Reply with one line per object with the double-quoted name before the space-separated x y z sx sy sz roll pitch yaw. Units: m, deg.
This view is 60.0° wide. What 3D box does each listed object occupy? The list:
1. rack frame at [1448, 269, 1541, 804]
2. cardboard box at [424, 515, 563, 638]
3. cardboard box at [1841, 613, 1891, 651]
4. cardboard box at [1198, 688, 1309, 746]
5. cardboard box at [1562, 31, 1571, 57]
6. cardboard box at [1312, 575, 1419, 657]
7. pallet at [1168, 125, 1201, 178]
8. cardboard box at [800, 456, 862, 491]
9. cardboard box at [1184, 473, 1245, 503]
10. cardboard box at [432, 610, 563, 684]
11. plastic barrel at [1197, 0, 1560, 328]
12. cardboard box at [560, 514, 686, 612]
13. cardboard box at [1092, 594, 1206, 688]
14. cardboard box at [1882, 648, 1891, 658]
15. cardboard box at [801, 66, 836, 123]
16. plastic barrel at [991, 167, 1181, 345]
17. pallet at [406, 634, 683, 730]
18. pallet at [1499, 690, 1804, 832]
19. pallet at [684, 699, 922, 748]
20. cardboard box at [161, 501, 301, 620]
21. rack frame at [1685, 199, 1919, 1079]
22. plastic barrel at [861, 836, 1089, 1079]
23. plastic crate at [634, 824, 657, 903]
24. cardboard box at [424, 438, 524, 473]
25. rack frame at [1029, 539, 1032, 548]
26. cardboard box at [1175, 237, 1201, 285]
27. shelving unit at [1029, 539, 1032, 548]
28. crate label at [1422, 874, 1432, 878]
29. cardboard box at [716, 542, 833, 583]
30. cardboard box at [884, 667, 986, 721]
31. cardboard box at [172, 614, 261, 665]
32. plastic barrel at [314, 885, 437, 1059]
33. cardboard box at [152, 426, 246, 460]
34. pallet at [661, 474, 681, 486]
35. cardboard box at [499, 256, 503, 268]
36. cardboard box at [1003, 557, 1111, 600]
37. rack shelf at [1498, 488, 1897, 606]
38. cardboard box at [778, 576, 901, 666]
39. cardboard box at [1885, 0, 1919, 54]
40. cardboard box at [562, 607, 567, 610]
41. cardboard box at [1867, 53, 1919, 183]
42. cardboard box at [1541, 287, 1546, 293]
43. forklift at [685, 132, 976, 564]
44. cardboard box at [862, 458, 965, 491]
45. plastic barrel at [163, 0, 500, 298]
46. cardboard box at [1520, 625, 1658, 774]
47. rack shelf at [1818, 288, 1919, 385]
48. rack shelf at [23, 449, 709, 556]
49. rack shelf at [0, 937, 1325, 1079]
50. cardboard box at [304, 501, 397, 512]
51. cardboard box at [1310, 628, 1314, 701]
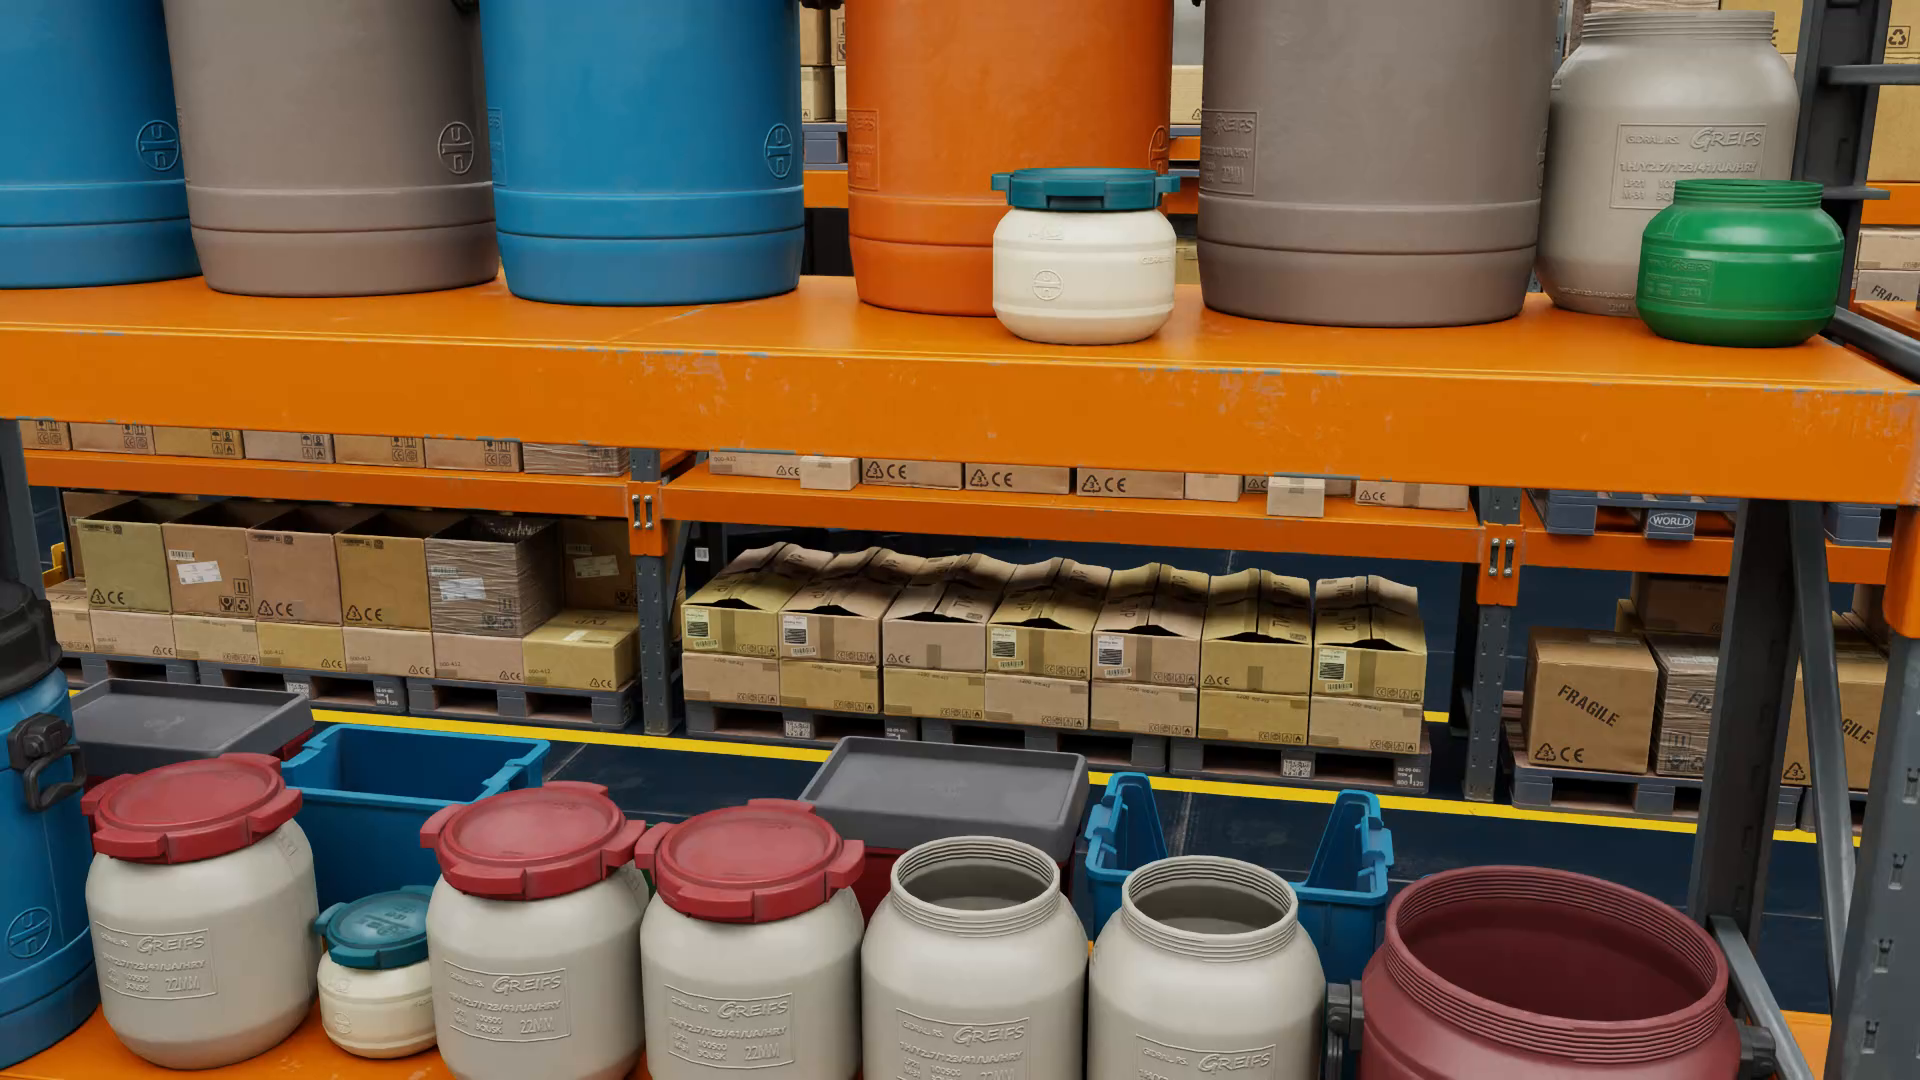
"rack frame" 2.482 -0.369 7.706 0.127 3.000 1.000 3 16 11
"cardboard box" -2.423 0.182 8.675 0.500 0.500 0.500 3 16 11
"cardboard box" 4.468 0.666 7.828 0.500 0.500 0.500 3 16 9
"cardboard box" 1.412 0.763 7.983 0.500 0.250 0.500 3 16 10
"cardboard box" 4.482 -3.346 11.821 0.500 0.500 0.700 2 16 8
"cardboard box" 2.028 0.379 8.320 0.500 0.311 0.500 4 16 13
"pallet" 0.703 -1.795 7.588 1.213 0.211 1.003 4 16 14
"cardboard box" -0.610 -0.360 8.144 0.250 0.149 0.380 3 16 11
"cardboard box" 1.222 -0.301 7.931 0.250 0.149 0.380 4 16 15
"cardboard box" -2.423 0.544 8.773 0.500 0.250 0.500 3 16 11
"plastic barrel" 0.730 -0.861 2.924 0.600 0.901 0.600 0 15 0
"cardboard box" -1.829 0.073 9.070 0.500 0.500 0.500 3 16 11
"cardboard box" 0.915 0.466 8.003 0.500 0.311 0.500 3 16 11
"cardboard box" 4.389 0.803 7.332 0.500 0.500 0.500 3 16 9
"cardboard box" -0.835 -2.122 7.910 0.500 0.250 0.500 5 16 17
"plastic barrel" 0.199 -0.459 2.670 0.301 0.262 0.301 0 15 0
"pallet" -2.208 0.709 9.038 1.213 0.211 1.003 3 16 11
"pallet" 3.207 1.024 7.899 1.213 0.211 1.003 3 16 11
"pallet" -0.708 0.791 8.742 1.213 0.211 1.003 3 16 11
"cardboard box" -3.893 0.103 8.962 0.500 0.500 0.500 3 16 11
"rack frame" 1.492 0.926 3.029 0.127 3.000 1.000 3 16 11
"plastic barrel" 0.028 0.851 3.090 0.421 0.512 0.421 0 15 0
"plastic crate" -0.665 0.835 3.757 0.662 0.188 0.450 3 16 11
"cardboard box" -2.392 -0.678 8.635 0.500 0.500 0.700 3 16 11
"rack frame" 0.526 -1.009 11.700 0.015 2.100 0.400 2 16 9
"cardboard box" 1.778 -2.008 12.612 0.500 0.500 0.700 3 16 11
"shelving unit" 0.285 -1.019 11.736 0.503 2.100 0.431 2 16 9
"crate label" 1.154 0.887 3.486 0.416 0.233 0.303 3 16 11
"cardboard box" -0.983 0.217 8.903 0.500 0.311 0.500 3 16 11
"cardboard box" -0.083 0.681 8.277 0.500 0.250 0.500 3 16 9
"cardboard box" -3.895 0.467 9.051 0.500 0.250 0.500 3 16 11
"plastic barrel" -1.162 0.891 3.416 0.301 0.262 0.301 0 15 0
"cardboard box" -3.901 -0.760 8.930 0.500 0.500 0.700 3 16 11
"pallet" -2.318 -0.625 13.853 1.213 0.211 1.003 3 16 11
"cardboard box" -2.369 -1.304 8.463 0.500 0.500 0.700 3 16 11
"cardboard box" 0.508 0.298 8.611 0.500 0.311 0.500 3 16 10
"rack shelf" 4.442 0.084 7.418 4.000 0.370 1.077 3 16 11
"cardboard box" -0.593 0.386 8.294 0.500 0.311 0.500 3 16 10
"cardboard box" 3.908 -2.266 6.873 0.500 0.500 0.500 3 16 11
"cardboard box" -2.320 0.409 9.261 0.500 0.250 0.500 3 16 11
"cardboard box" 3.926 -1.794 7.042 0.500 0.500 0.910 3 16 11
"cardboard box" 4.402 -1.743 11.885 0.500 0.500 0.500 4 16 13
"forklift" -1.465 -1.259 11.045 3.031 2.935 1.130 -5 16 -19
"cardboard box" -0.172 -0.557 8.197 0.500 0.500 0.500 4 16 15
"plastic barrel" -1.246 -0.968 3.311 0.600 0.901 0.600 0 15 0
"cardboard box" 2.872 0.722 7.623 0.500 0.500 0.500 4 16 13
"rack shelf" 3.452 -0.066 2.340 4.000 0.370 1.077 3 16 11
"rack shelf" -3.397 -0.342 8.954 4.000 0.370 1.077 3 16 11
"rack shelf" -0.468 1.167 3.509 4.000 0.370 1.077 3 16 11
"cardboard box" -3.300 -0.006 9.356 0.500 0.500 0.500 3 16 11
"cardboard box" 2.028 0.649 8.395 0.500 0.250 0.500 3 16 11
